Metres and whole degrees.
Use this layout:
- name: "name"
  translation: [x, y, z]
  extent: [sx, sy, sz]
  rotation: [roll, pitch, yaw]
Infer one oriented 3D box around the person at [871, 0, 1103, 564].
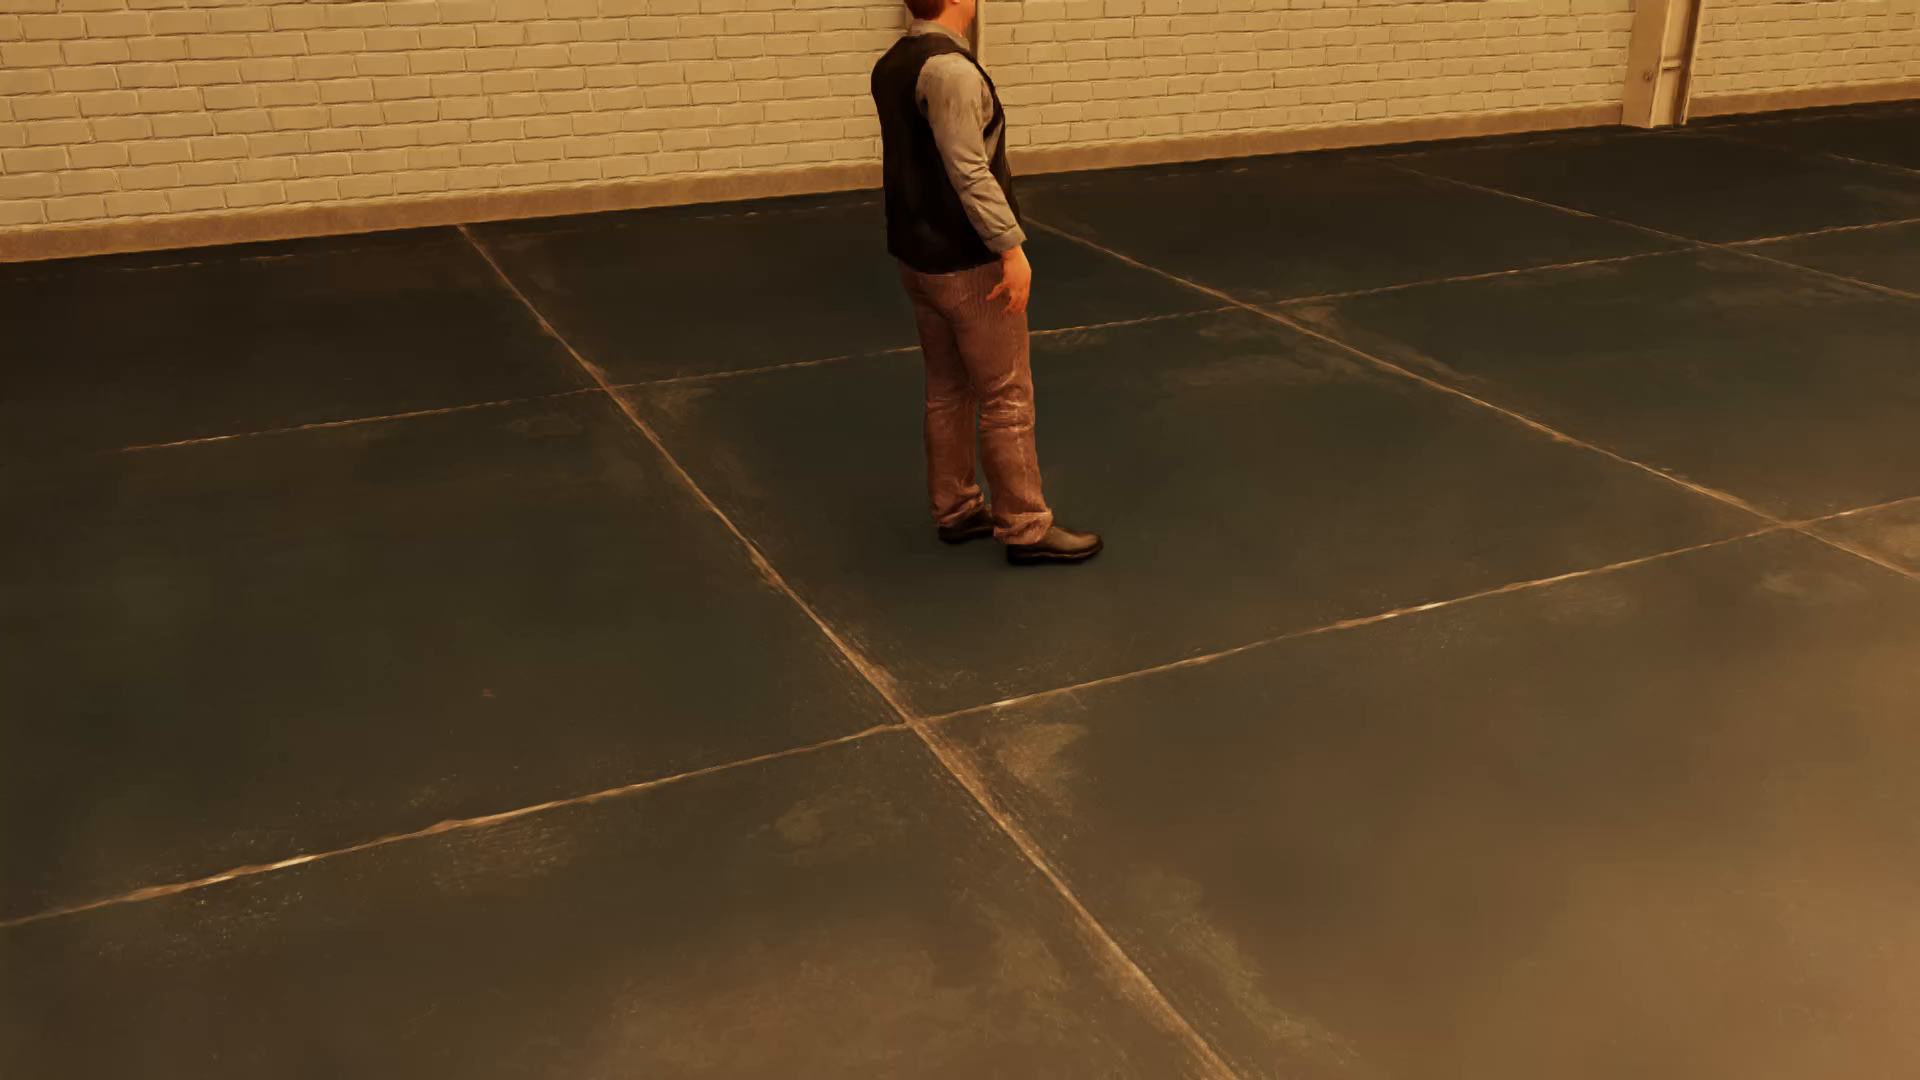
- name: "person"
  translation: [0.060, -0.809, 4.791]
  extent: [0.567, 1.720, 0.632]
  rotation: [-10, 25, -23]
